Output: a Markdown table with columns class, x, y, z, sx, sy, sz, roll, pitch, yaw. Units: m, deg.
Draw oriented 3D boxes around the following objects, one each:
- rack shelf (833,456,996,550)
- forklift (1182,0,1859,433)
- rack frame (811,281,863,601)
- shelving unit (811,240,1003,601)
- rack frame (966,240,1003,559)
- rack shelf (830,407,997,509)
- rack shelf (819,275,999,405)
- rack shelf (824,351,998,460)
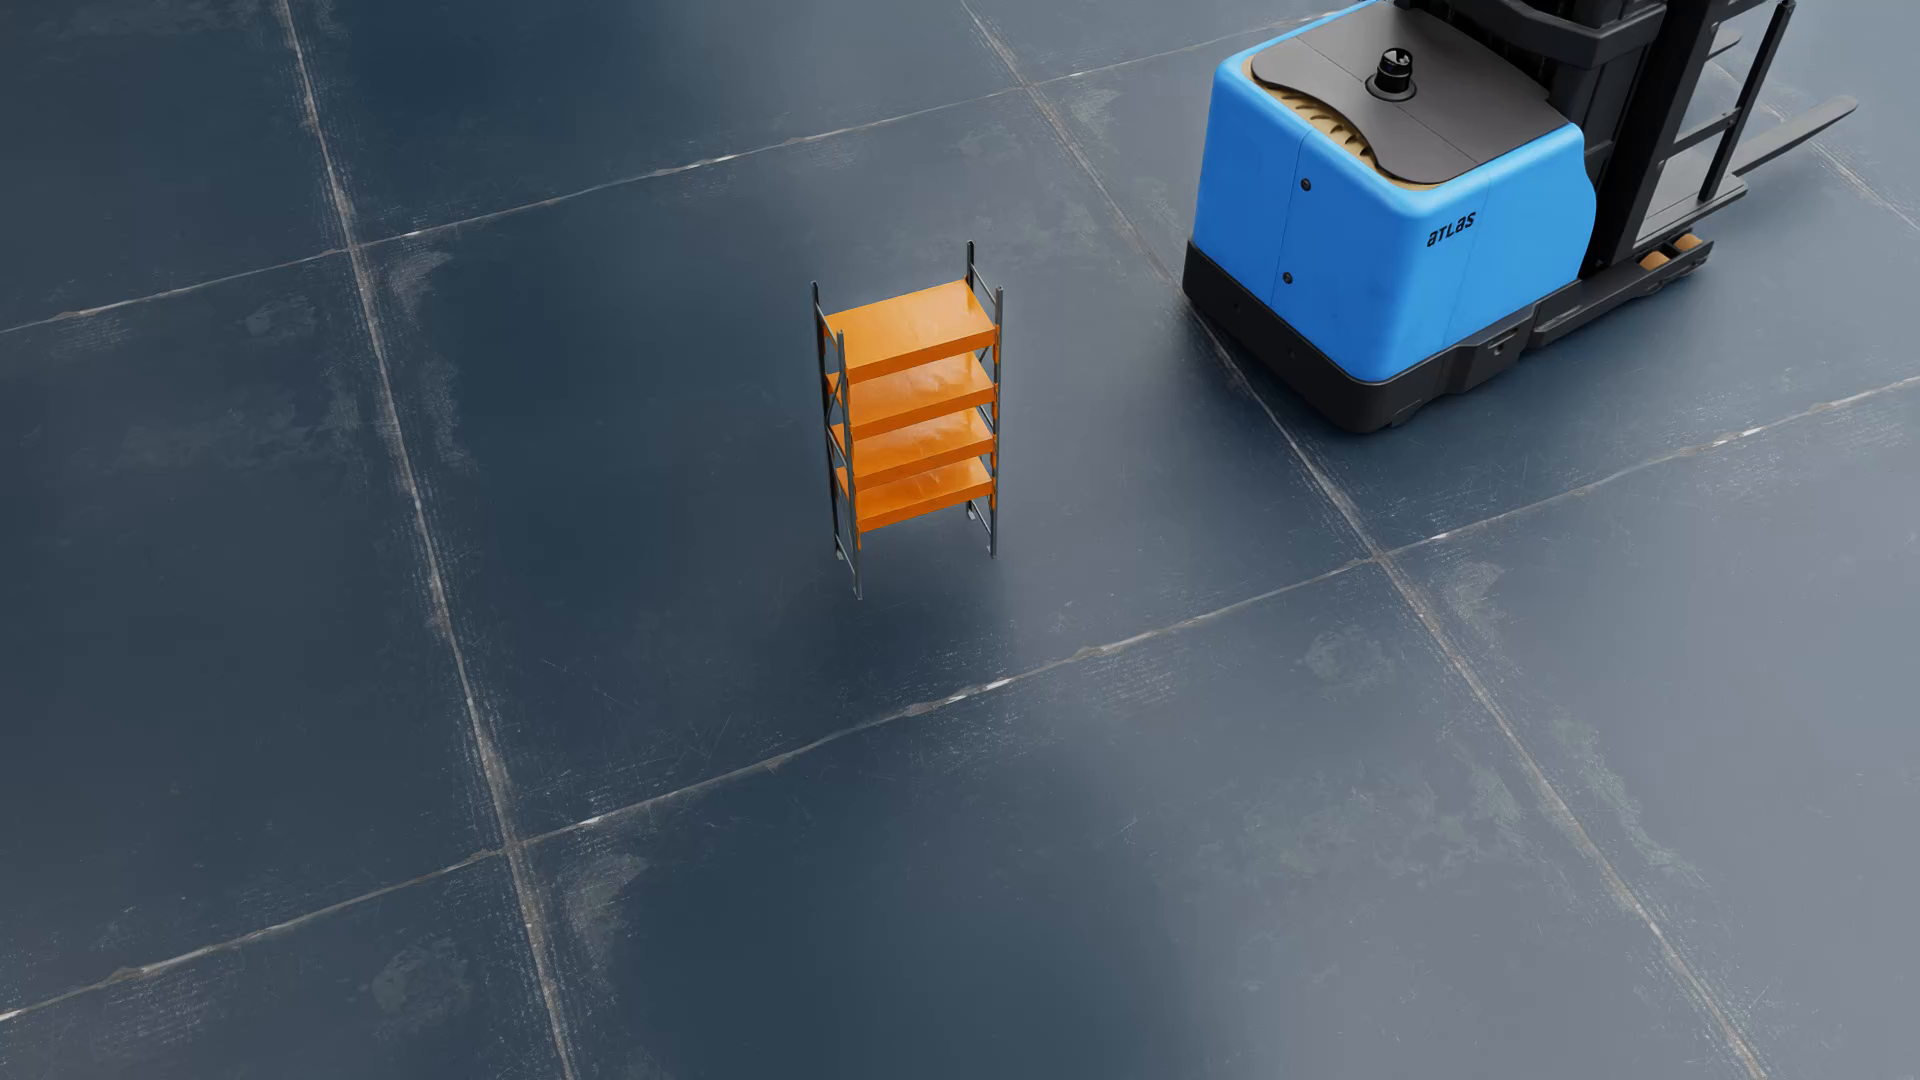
| class | x | y | z | sx | sy | sz | roll | pitch | yaw |
| --- | --- | --- | --- | --- | --- | --- | --- | --- | --- |
| rack shelf | -0.153 | -0.170 | 5.456 | 0.480 | 0.148 | 0.258 | -17 | 52 | -14 |
| forklift | 2.376 | -2.234 | 5.737 | 3.031 | 2.935 | 1.130 | -27 | 55 | -21 |
| rack frame | -0.379 | -0.273 | 5.194 | 0.015 | 1.200 | 0.240 | -17 | 52 | -14 |
| shelving unit | -0.153 | -0.343 | 5.254 | 0.503 | 1.200 | 0.258 | -17 | 52 | -14 |
| rack frame | 0.073 | -0.413 | 5.314 | 0.015 | 1.200 | 0.240 | -17 | 52 | -14 |
| rack shelf | -0.153 | -0.300 | 5.305 | 0.480 | 0.148 | 0.258 | -17 | 52 | -14 |
| rack shelf | -0.153 | -0.599 | 4.956 | 0.480 | 0.148 | 0.258 | -17 | 52 | -14 |
| rack shelf | -0.153 | -0.445 | 5.135 | 0.480 | 0.148 | 0.258 | -17 | 52 | -14 |
